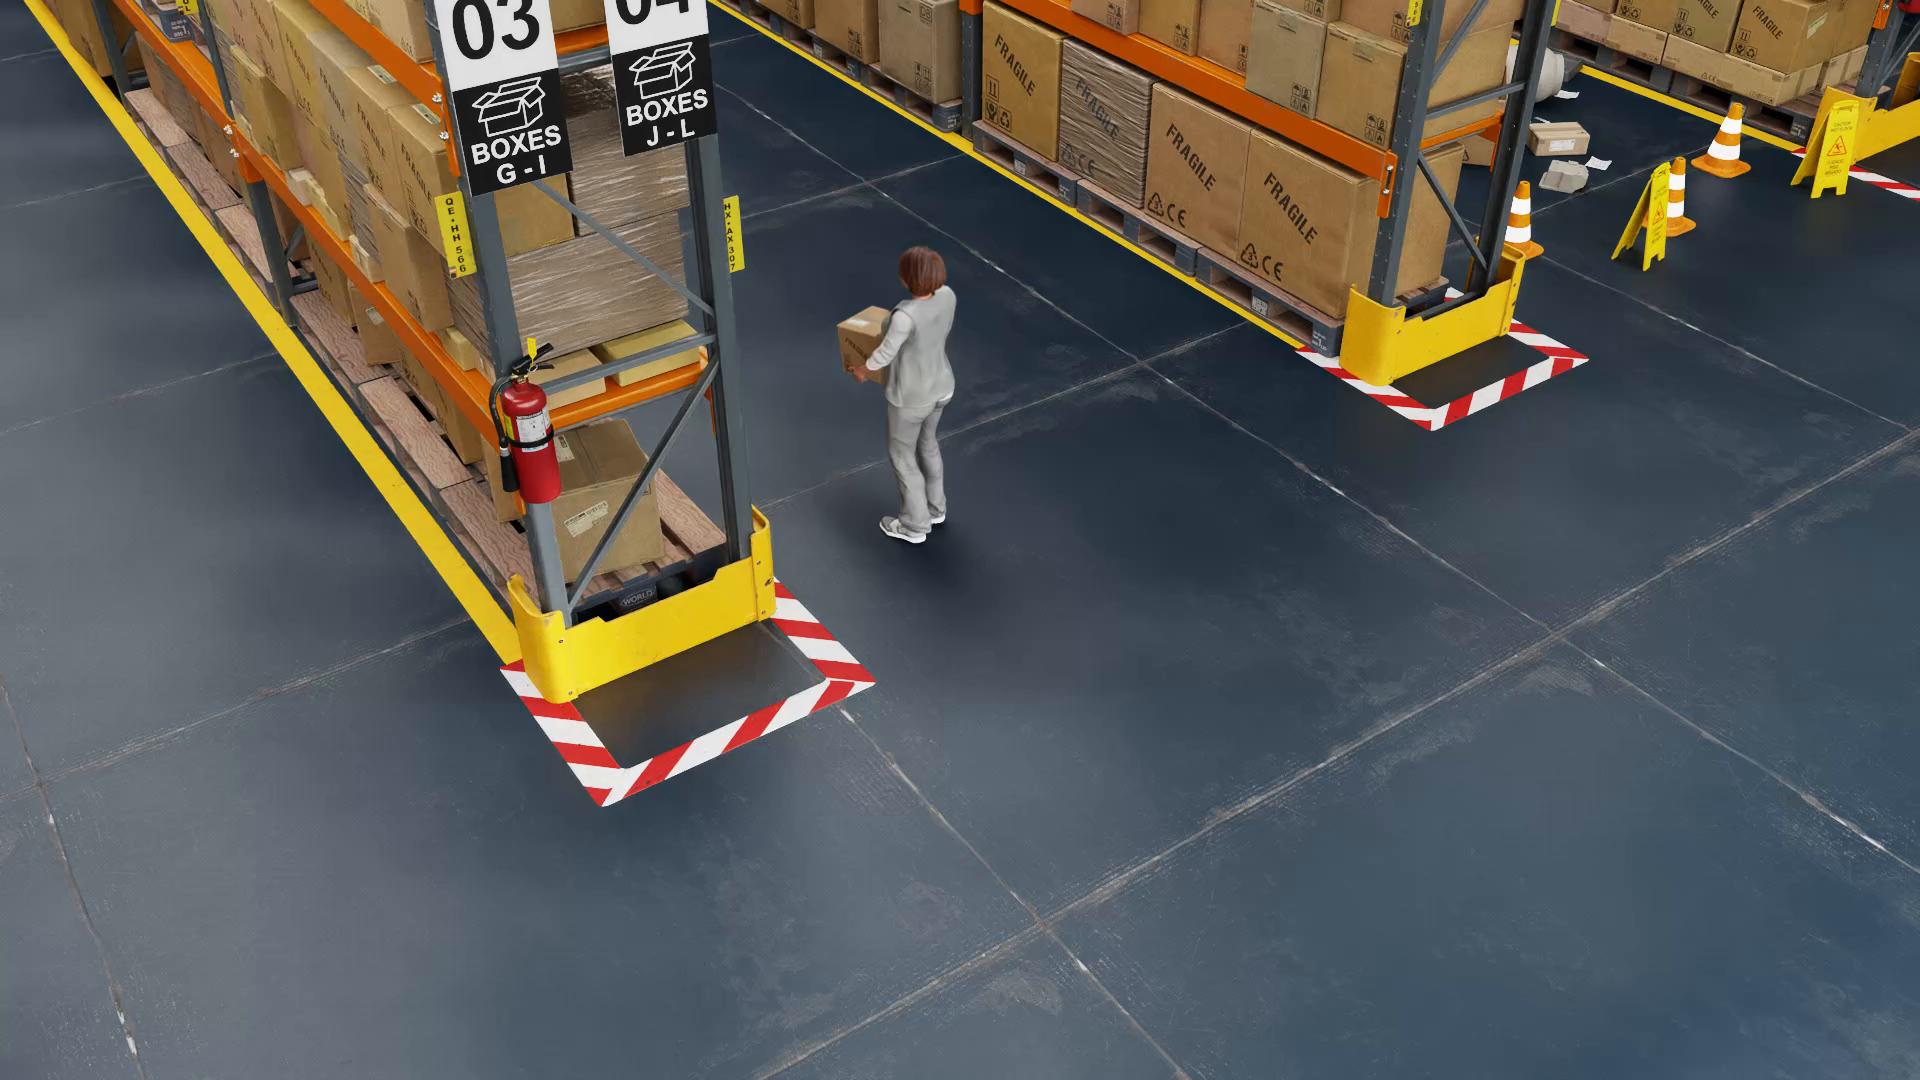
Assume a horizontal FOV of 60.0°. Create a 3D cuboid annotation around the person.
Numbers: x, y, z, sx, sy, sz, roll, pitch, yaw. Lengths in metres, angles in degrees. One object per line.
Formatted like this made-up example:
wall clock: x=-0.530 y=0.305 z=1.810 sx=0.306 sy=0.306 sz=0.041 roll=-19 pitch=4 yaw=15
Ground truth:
person: x=-0.265 y=-0.730 z=7.986 sx=0.495 sy=1.591 sz=0.404 roll=27 pitch=44 yaw=31
